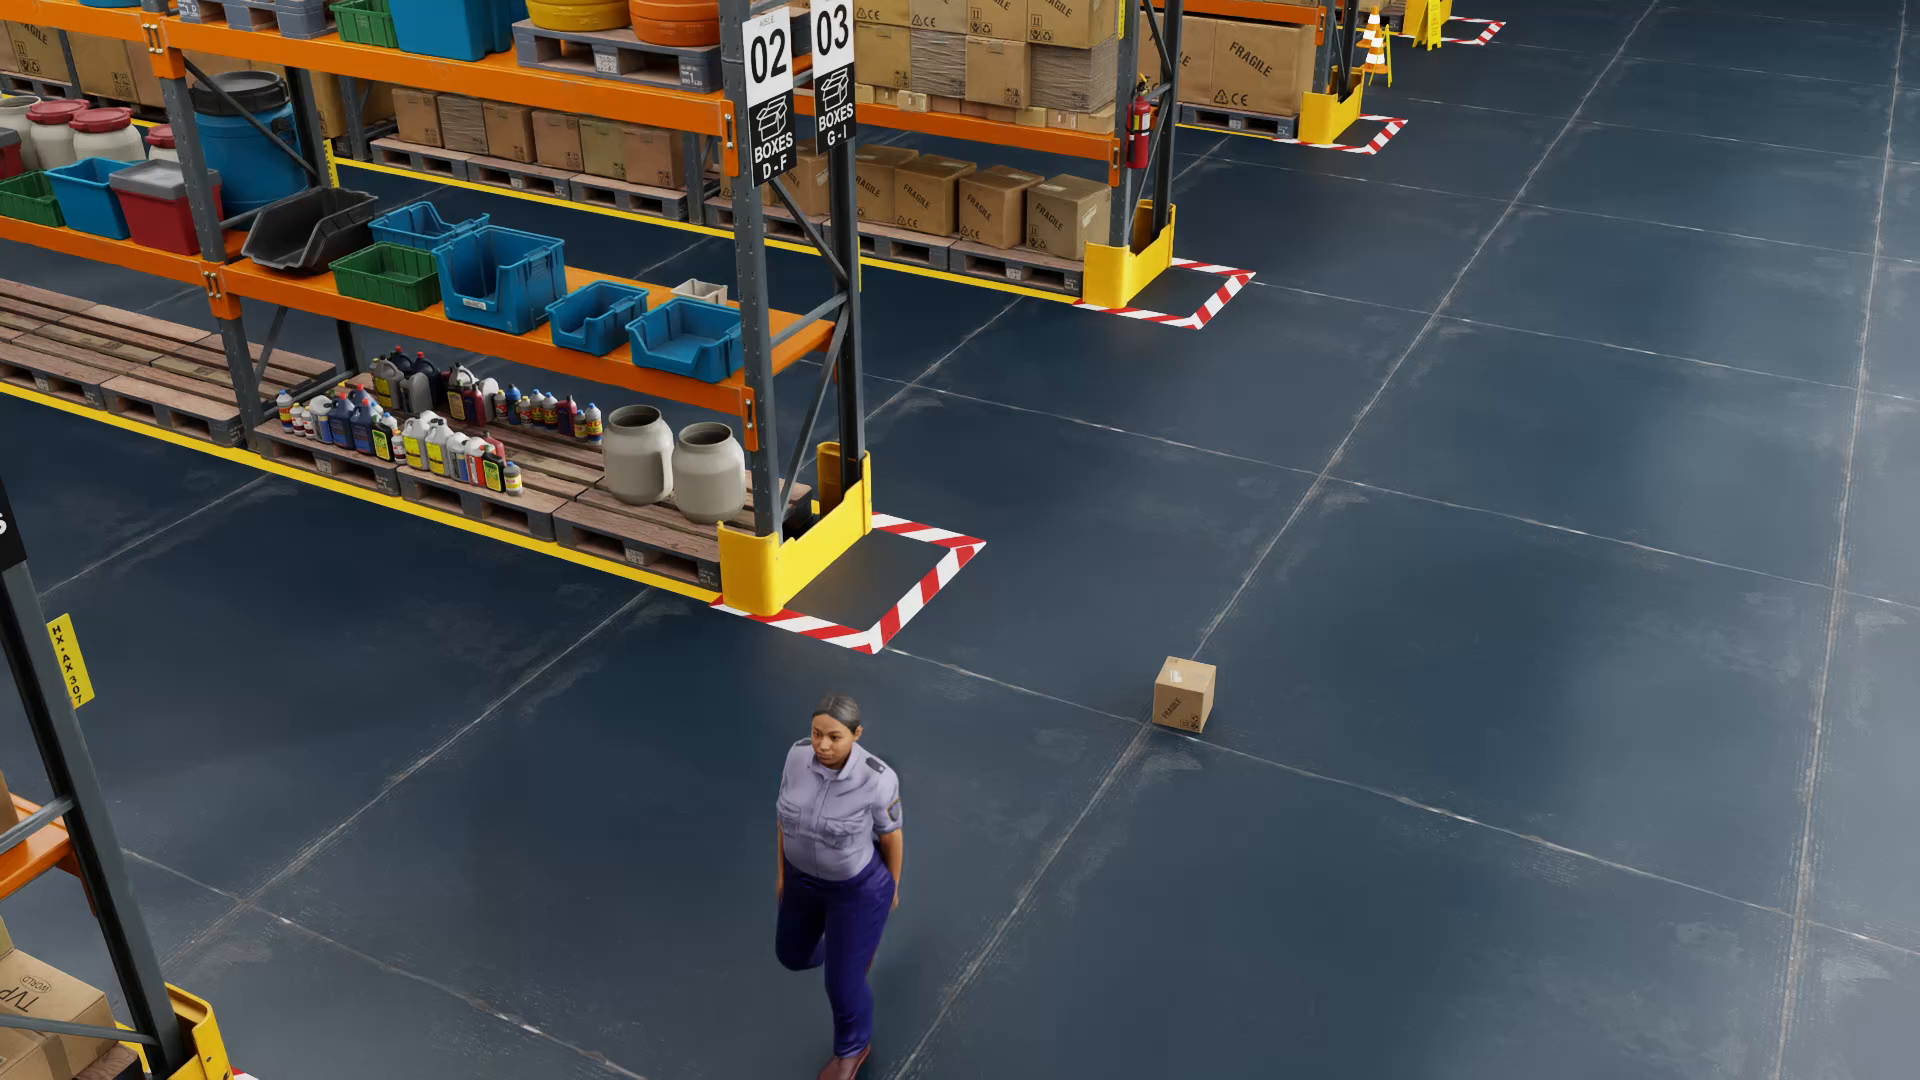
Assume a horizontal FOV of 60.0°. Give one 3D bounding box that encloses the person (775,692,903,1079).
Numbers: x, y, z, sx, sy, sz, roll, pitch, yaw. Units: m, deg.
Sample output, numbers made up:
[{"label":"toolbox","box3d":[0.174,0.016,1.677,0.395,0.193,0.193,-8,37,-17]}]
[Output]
[{"label":"person","box3d":[-0.429,1.233,6.151,0.466,1.623,0.669,16,34,26]}]
